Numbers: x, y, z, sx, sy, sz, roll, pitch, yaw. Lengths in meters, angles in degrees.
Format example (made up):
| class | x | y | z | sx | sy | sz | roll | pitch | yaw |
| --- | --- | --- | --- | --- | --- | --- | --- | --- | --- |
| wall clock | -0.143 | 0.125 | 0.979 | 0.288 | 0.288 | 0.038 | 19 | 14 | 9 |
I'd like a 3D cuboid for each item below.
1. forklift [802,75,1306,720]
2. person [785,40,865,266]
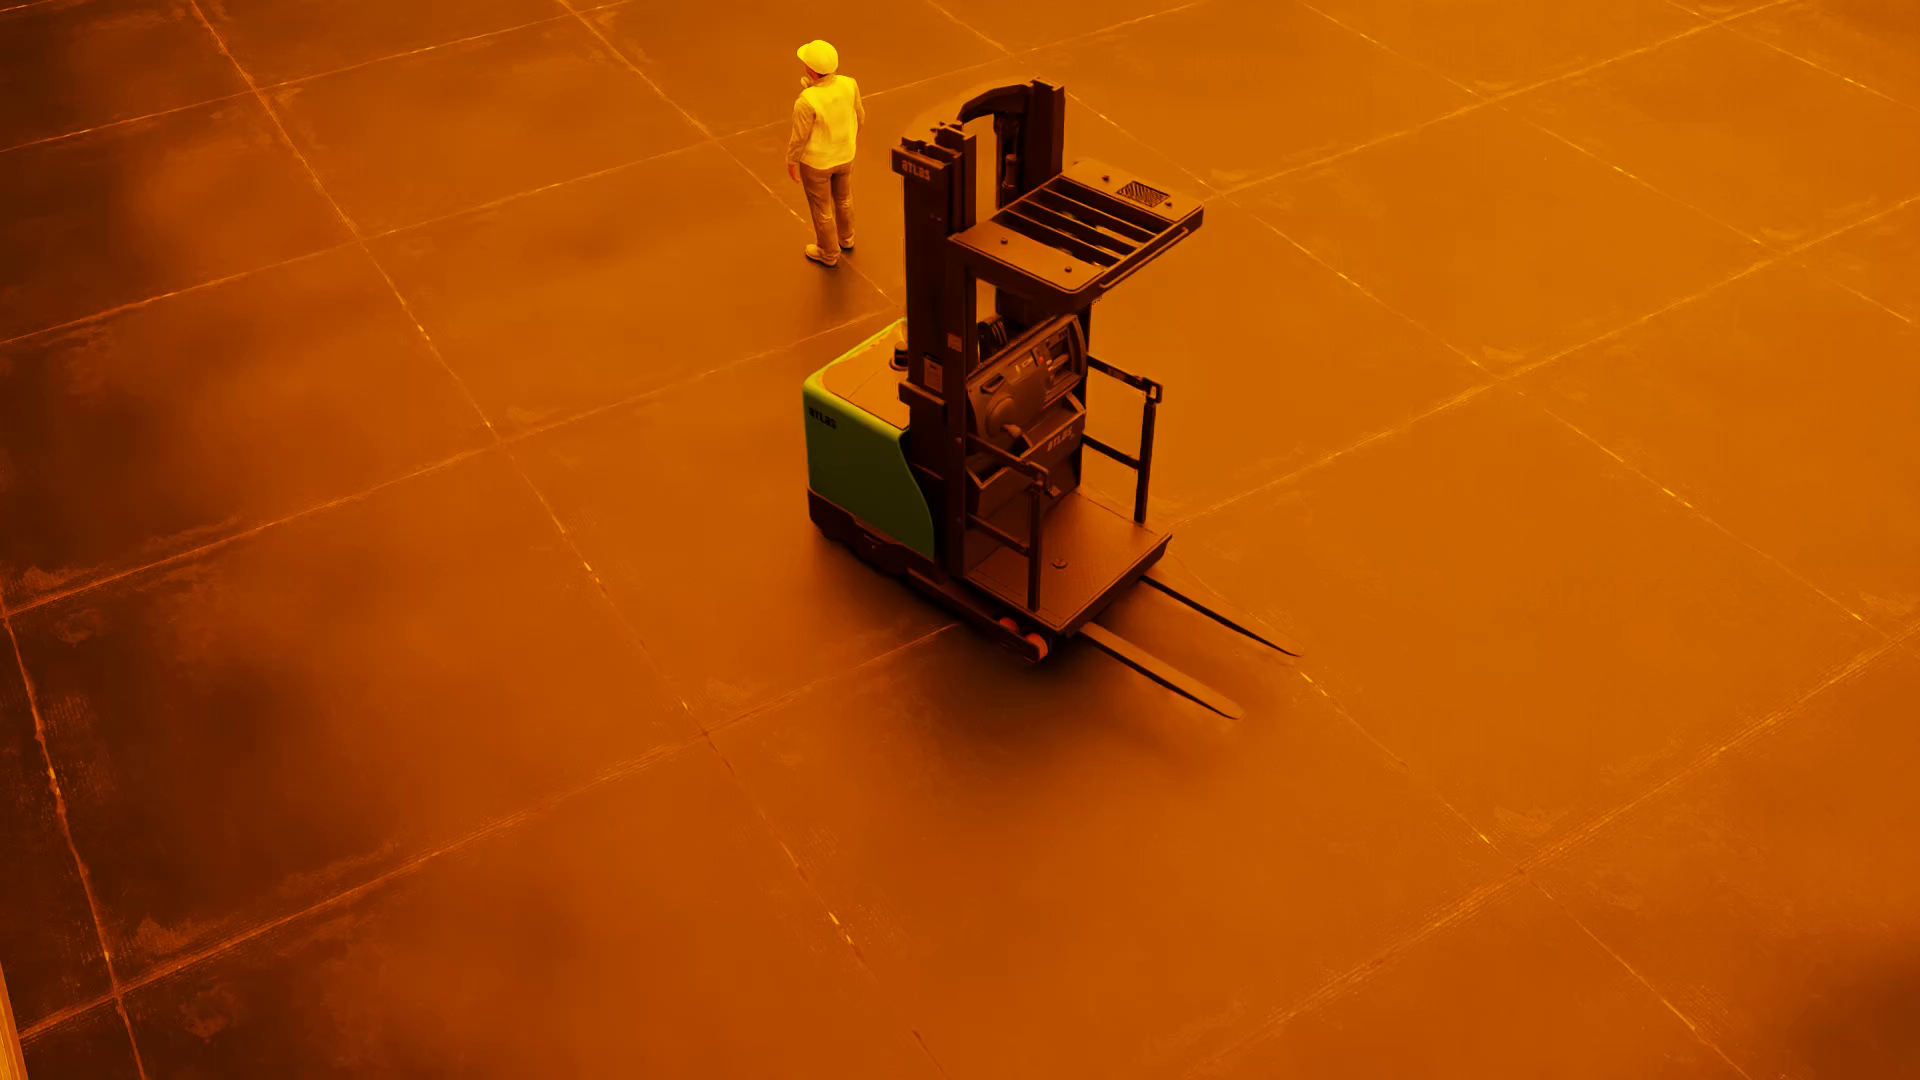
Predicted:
| class | x | y | z | sx | sy | sz | roll | pitch | yaw |
| --- | --- | --- | --- | --- | --- | --- | --- | --- | --- |
| forklift | 0.522 | -0.813 | 8.801 | 3.031 | 2.935 | 1.130 | 29 | 49 | 29 |
| person | -1.002 | -2.796 | 11.940 | 0.634 | 1.775 | 0.565 | -28 | 48 | -28 |
